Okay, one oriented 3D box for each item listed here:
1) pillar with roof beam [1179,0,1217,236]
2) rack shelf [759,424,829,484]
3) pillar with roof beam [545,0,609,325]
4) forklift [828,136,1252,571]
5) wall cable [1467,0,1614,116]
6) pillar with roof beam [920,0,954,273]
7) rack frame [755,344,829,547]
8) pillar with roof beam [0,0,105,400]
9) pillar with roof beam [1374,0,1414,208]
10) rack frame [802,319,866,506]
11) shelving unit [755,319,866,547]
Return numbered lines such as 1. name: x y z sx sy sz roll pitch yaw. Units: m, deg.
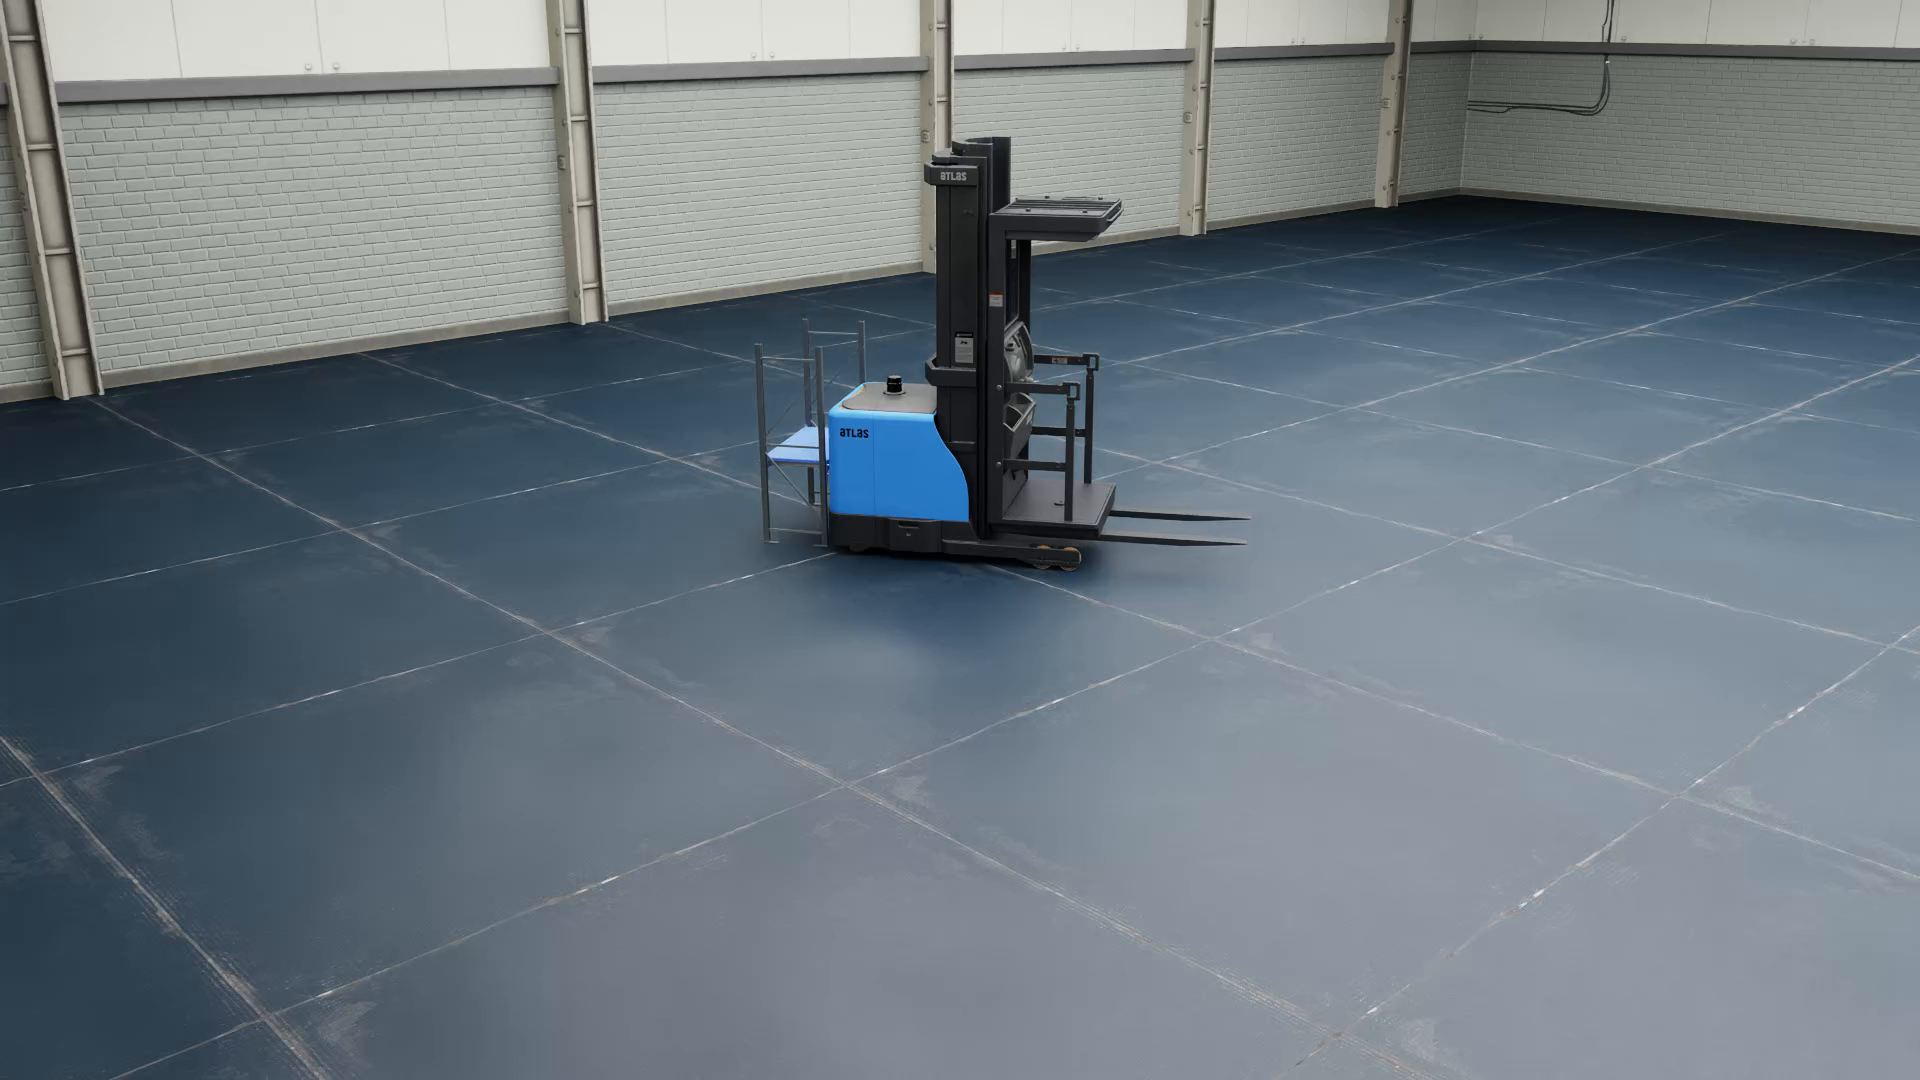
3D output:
1. pillar with roof beam: 6.987 -8.623 24.489 0.400 9.000 9.100 -16 24 -41
2. rack shelf: -1.098 -0.661 12.668 0.538 0.185 1.000 4 18 14
3. pillar with roof beam: -1.732 -6.080 16.647 0.400 9.000 9.100 -16 24 -41
4. forklift: 0.609 -1.354 11.909 3.031 2.935 1.130 4 18 11
5. wall cable: 11.438 -9.710 32.877 0.112 2.526 3.097 -16 24 -41
6. pillar with roof beam: 2.627 -7.351 20.568 0.400 9.000 9.100 -16 24 -41
7. rack frame: -1.224 -0.680 12.144 0.500 1.500 0.032 4 18 14
8. pillar with roof beam: -6.092 -4.809 12.725 0.400 9.000 9.100 -16 24 -41
9. pillar with roof beam: 11.347 -9.894 28.411 0.400 9.000 9.100 -16 24 -41
10. rack frame: -0.975 -0.984 13.082 0.500 1.500 0.032 4 18 14
11. shelving unit: -1.100 -0.832 12.613 0.538 1.500 1.048 4 18 14
